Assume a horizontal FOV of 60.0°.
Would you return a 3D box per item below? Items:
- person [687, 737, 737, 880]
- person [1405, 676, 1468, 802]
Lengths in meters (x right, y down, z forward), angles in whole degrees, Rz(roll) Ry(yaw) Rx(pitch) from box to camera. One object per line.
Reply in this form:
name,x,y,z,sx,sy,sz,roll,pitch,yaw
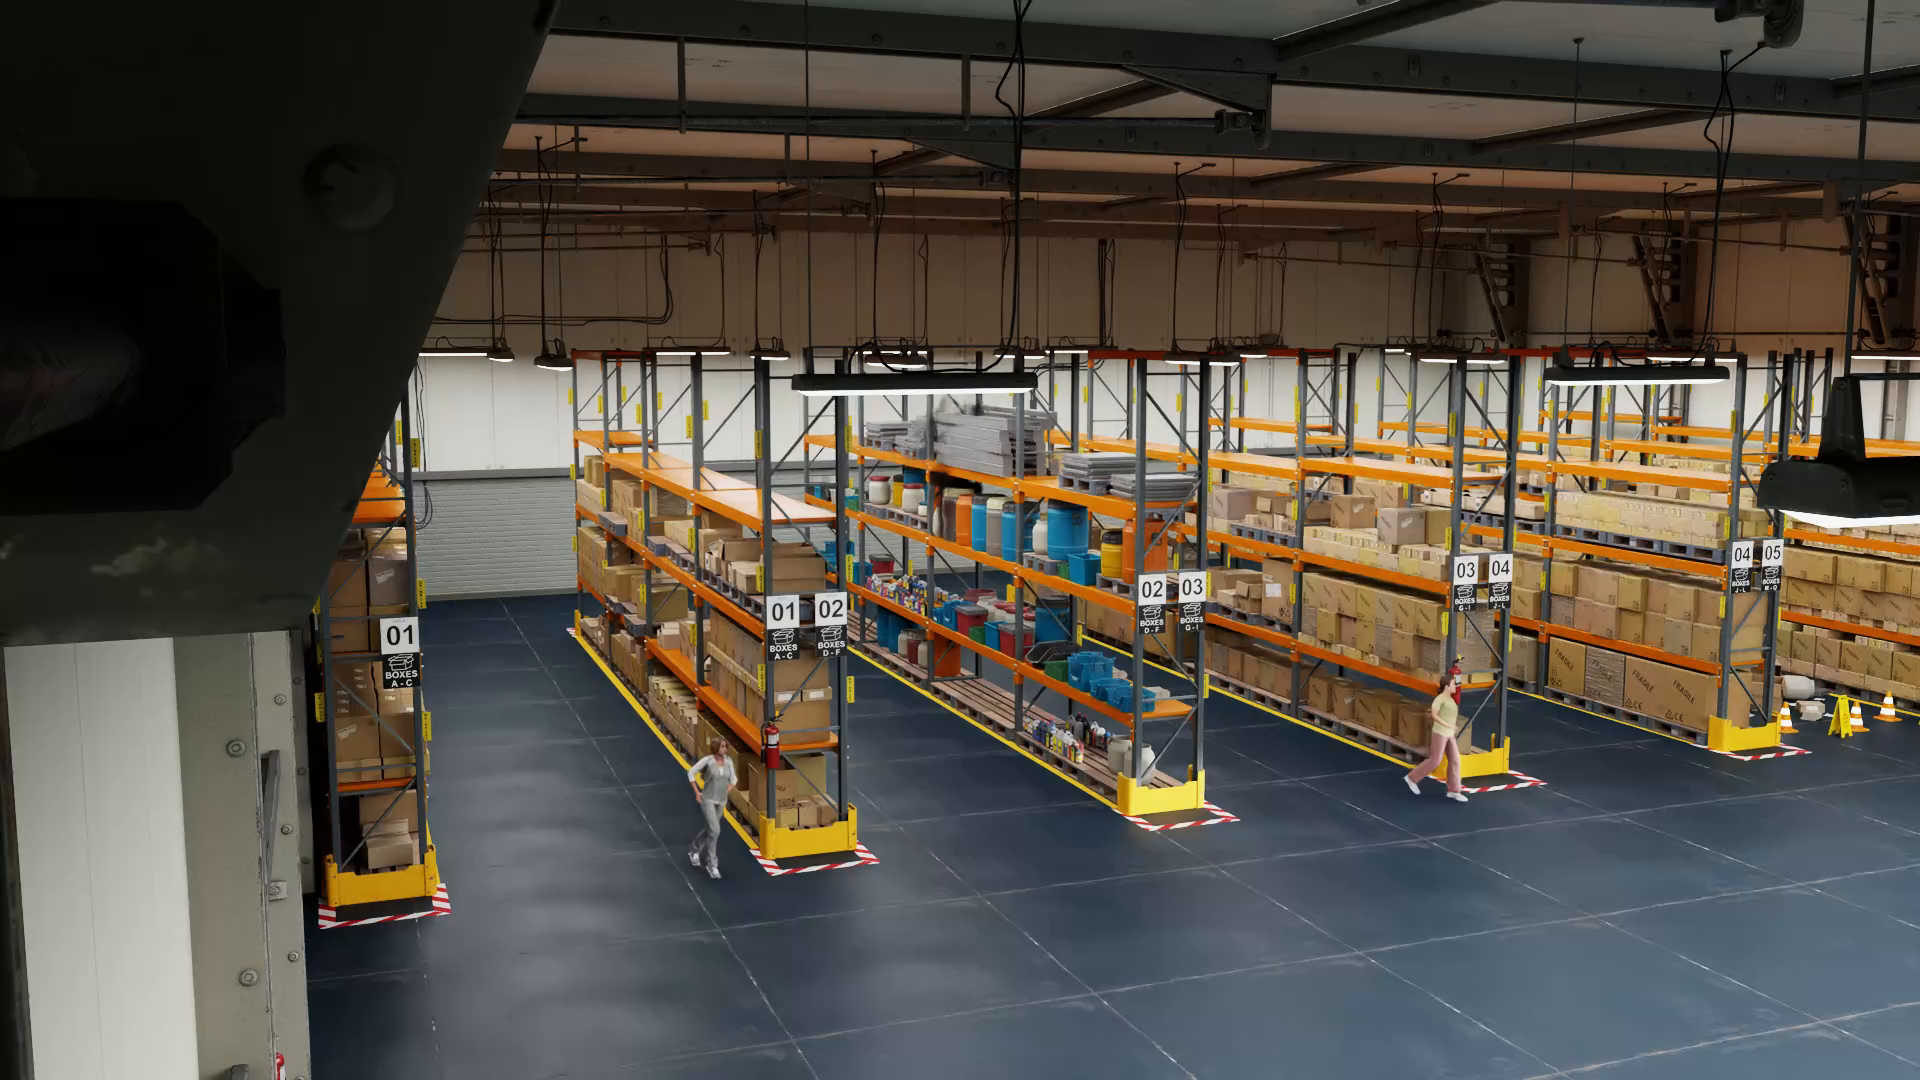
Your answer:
person,-2.904,3.121,19.644,0.699,1.620,0.525,7,10,44
person,6.622,2.674,22.768,0.879,1.652,0.639,6,9,38
